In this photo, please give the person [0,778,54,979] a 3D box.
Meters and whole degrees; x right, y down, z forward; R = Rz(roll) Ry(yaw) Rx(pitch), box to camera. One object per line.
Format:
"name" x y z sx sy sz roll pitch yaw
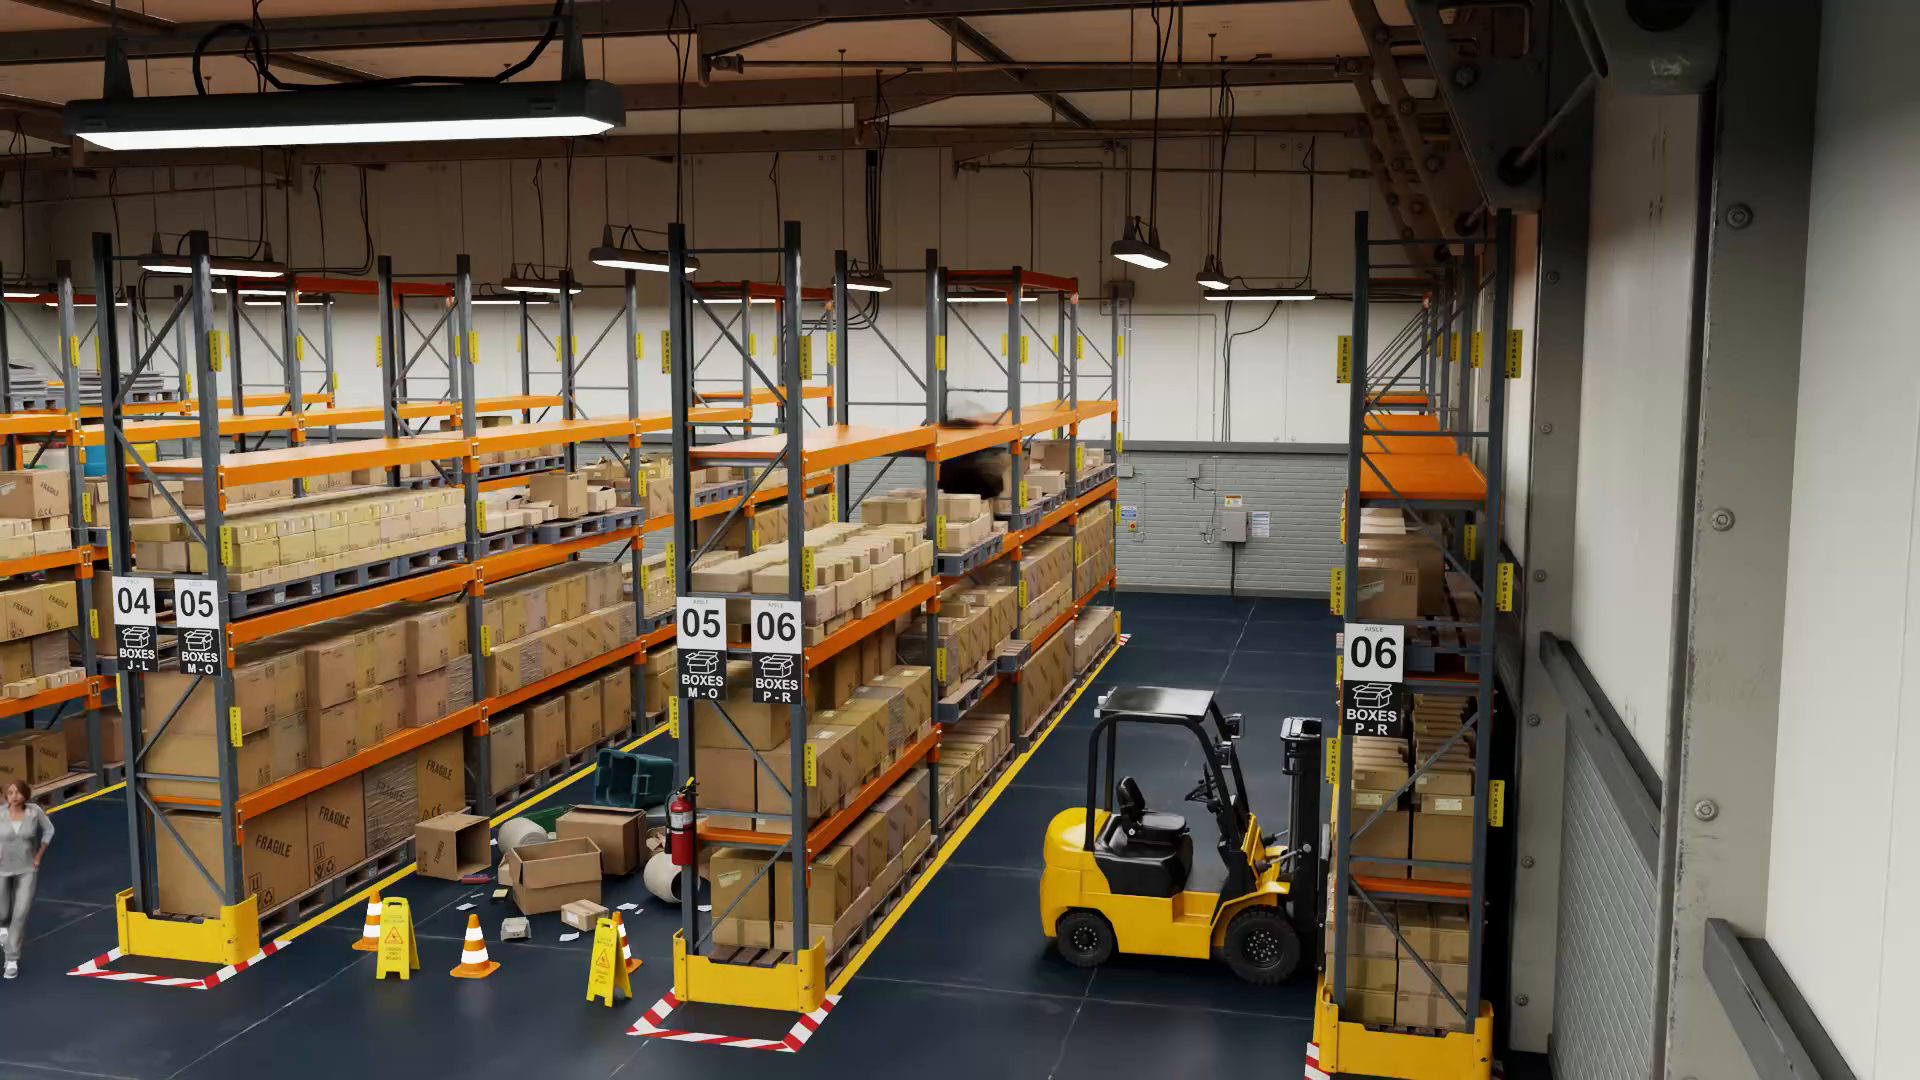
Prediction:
"person" -7.770 2.729 13.725 0.550 1.588 0.747 -3 8 -26
